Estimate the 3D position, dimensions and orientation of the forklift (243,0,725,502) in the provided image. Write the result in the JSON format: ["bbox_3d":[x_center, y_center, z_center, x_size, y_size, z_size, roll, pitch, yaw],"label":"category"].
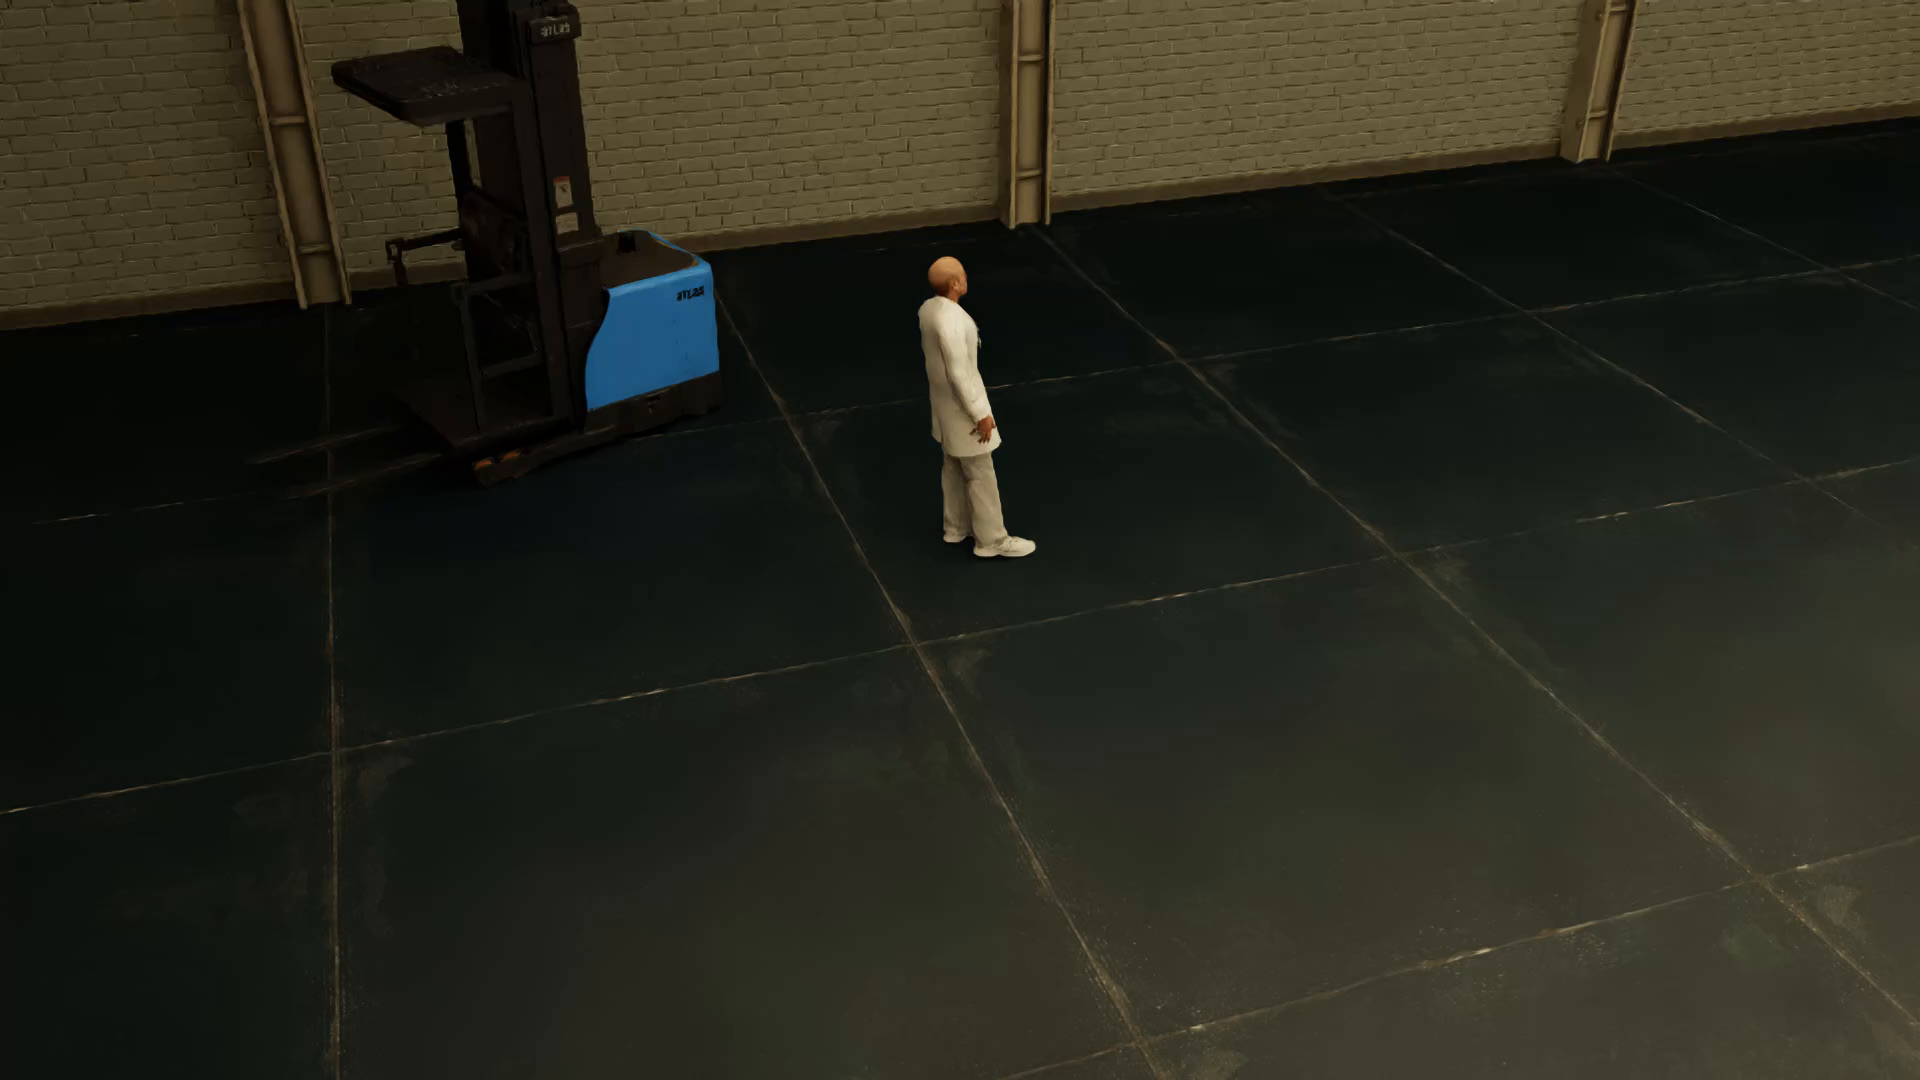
[{"bbox_3d":[-3.108,-1.910,10.407,3.031,2.935,1.130,-22,36,-33],"label":"forklift"}]

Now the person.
[{"bbox_3d":[0.088,-0.789,9.600,0.579,1.776,0.694,-10,31,-16],"label":"person"}]
